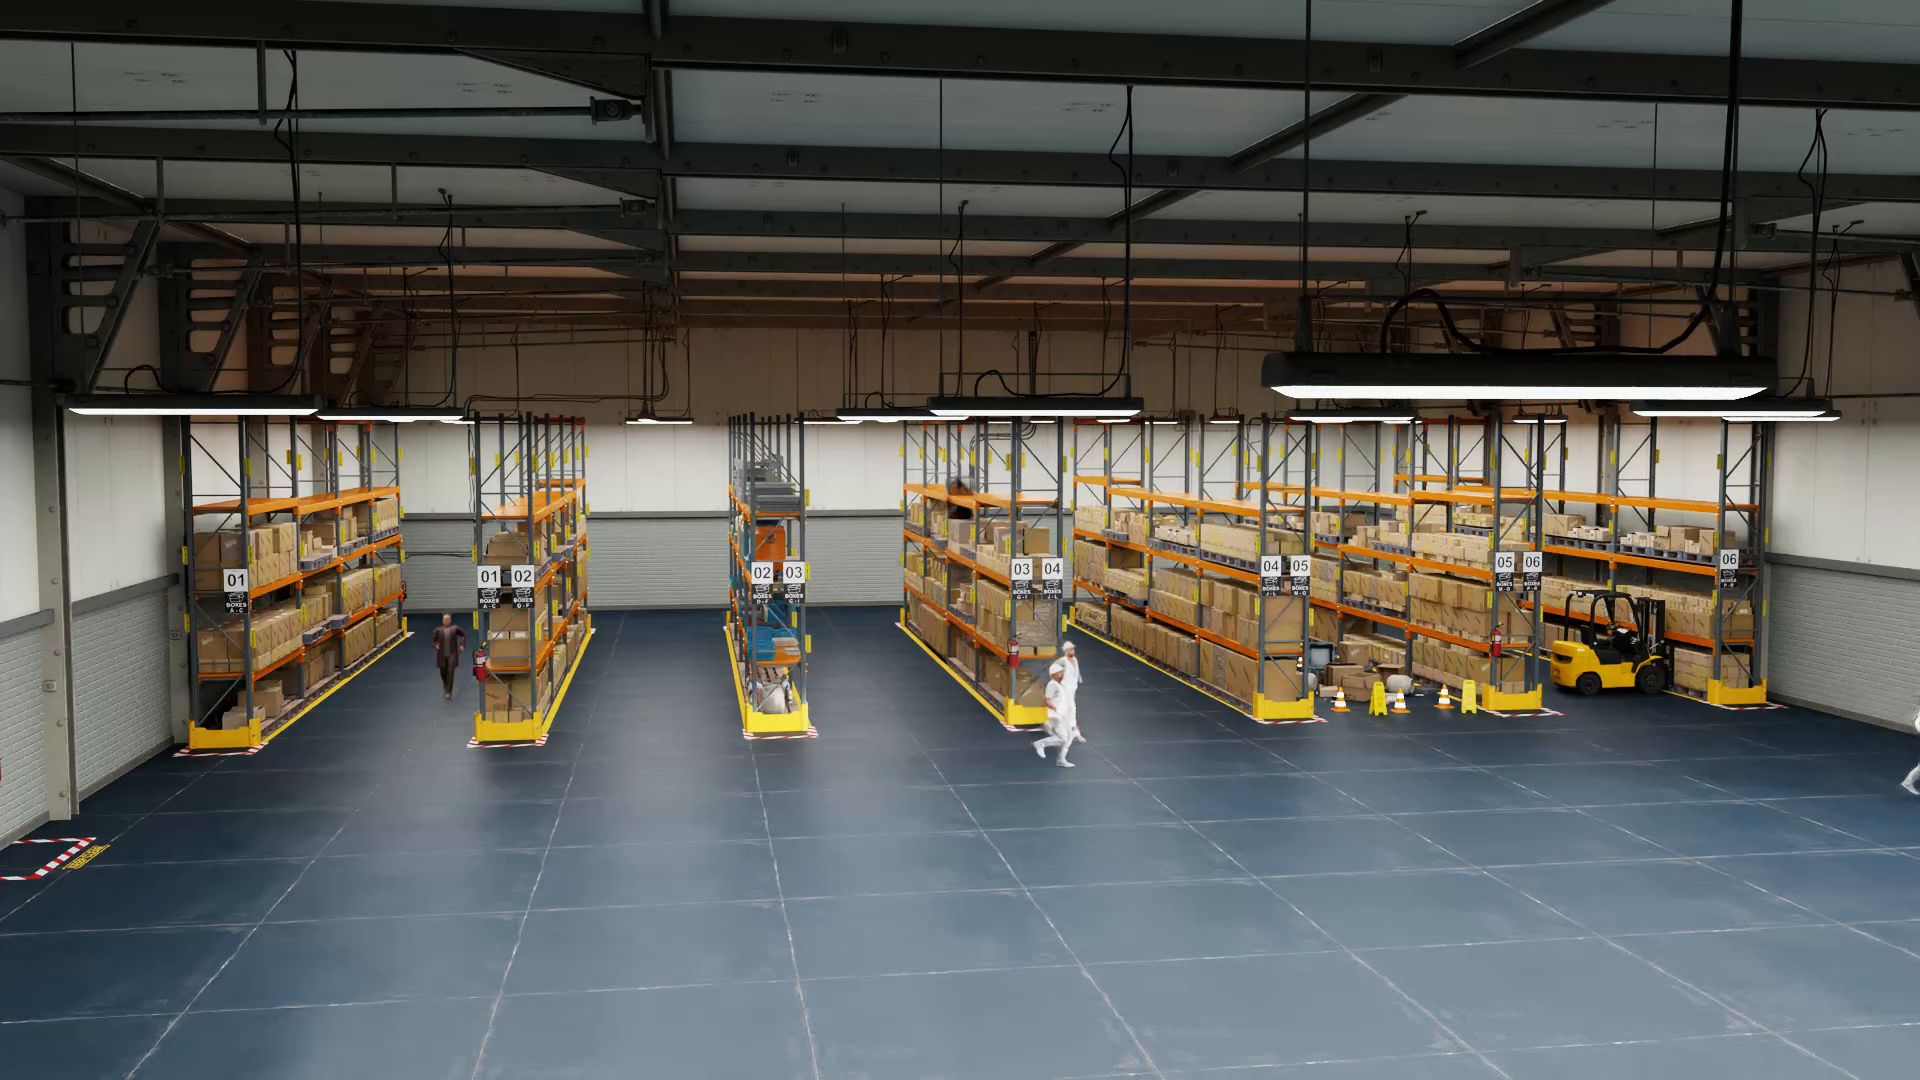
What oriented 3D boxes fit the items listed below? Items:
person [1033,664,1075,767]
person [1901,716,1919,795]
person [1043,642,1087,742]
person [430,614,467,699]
[{"bbox_3d":[1.604,2.952,28.016,0.682,1.743,0.683,1,4,17],"label":"person"},{"bbox_3d":[14.879,3.134,25.384,0.840,1.725,0.594,3,5,35],"label":"person"},{"bbox_3d":[1.951,2.731,30.259,0.965,1.782,0.677,3,5,37],"label":"person"},{"bbox_3d":[-10.828,2.446,35.171,0.724,1.742,1.079,-1,4,-11],"label":"person"}]
